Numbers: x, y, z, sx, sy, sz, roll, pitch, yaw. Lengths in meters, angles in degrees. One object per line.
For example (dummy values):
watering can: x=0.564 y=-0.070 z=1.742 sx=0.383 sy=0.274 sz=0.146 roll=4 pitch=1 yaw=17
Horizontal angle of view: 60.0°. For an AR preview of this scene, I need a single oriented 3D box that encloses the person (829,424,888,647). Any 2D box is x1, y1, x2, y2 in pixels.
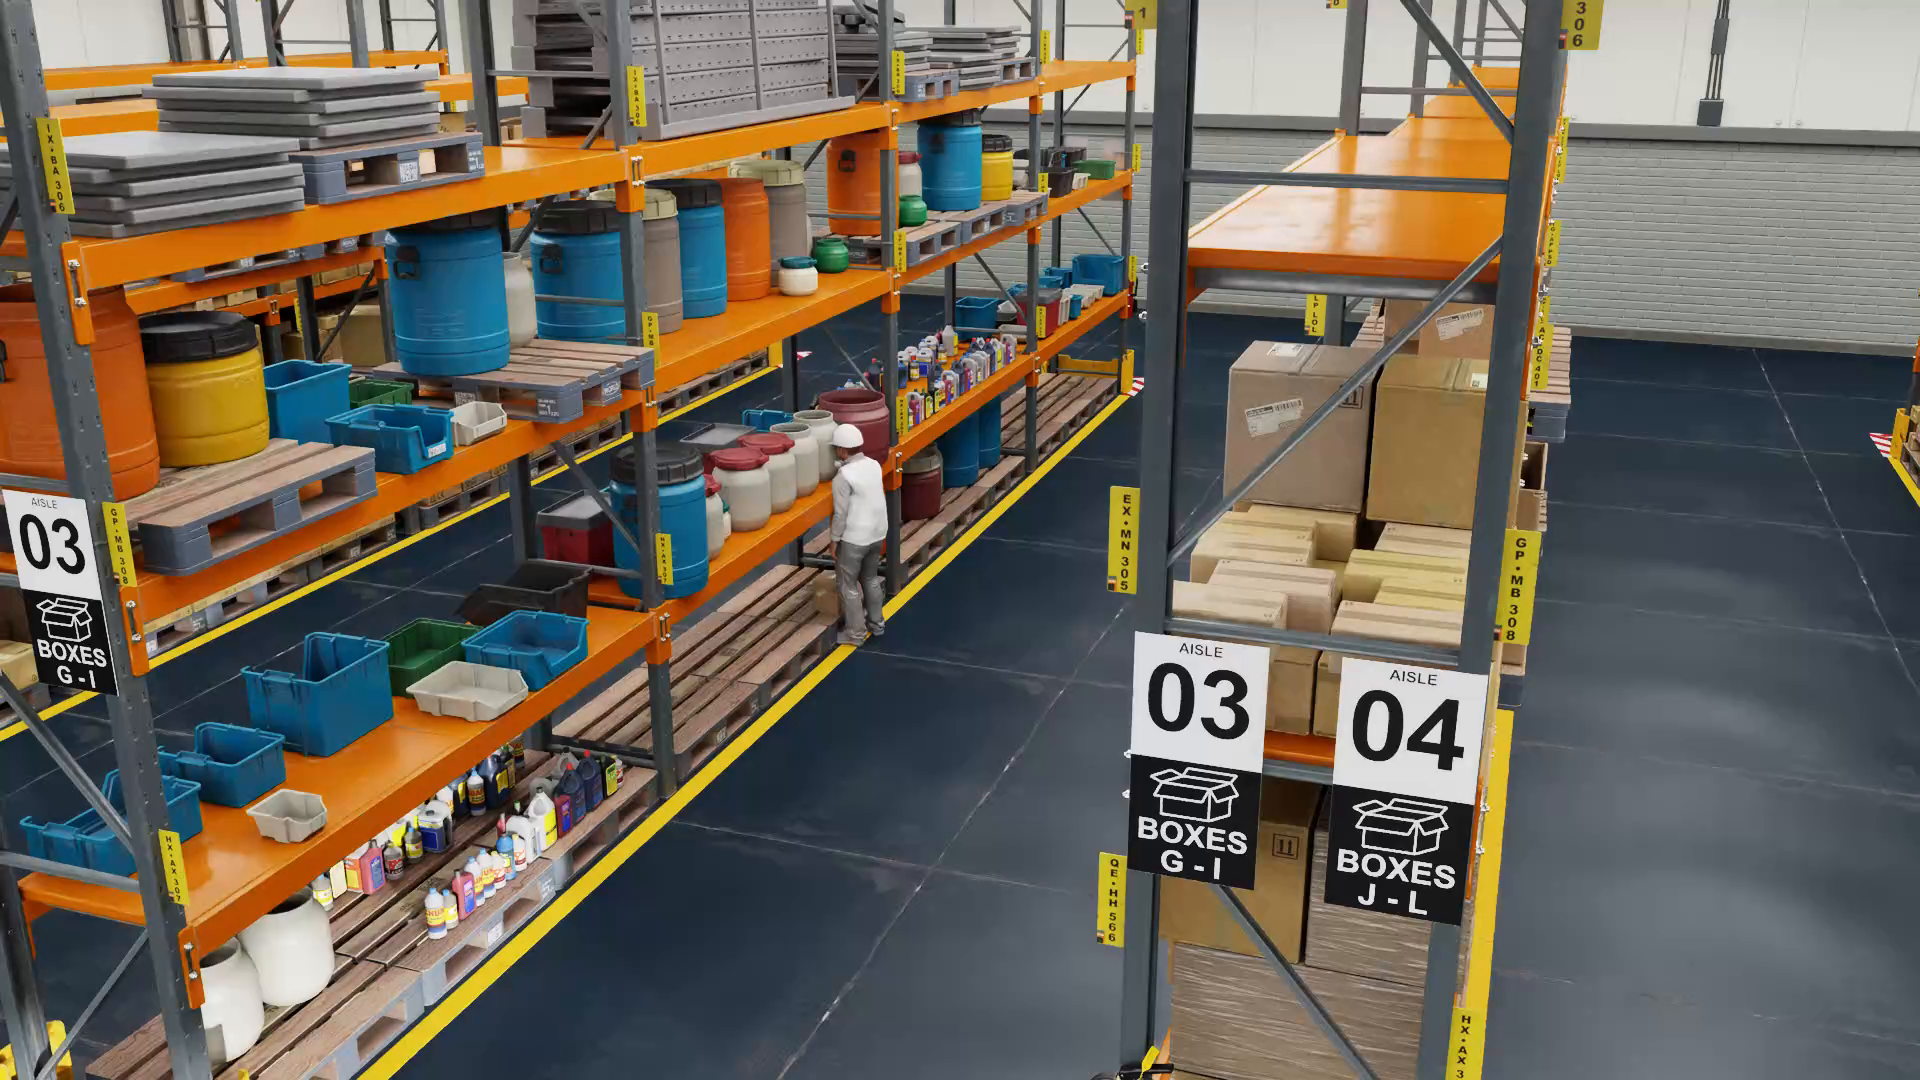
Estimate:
person: x=-0.811 y=-0.046 z=13.094 sx=0.462 sy=1.772 sz=0.576 roll=13 pitch=23 yaw=35
